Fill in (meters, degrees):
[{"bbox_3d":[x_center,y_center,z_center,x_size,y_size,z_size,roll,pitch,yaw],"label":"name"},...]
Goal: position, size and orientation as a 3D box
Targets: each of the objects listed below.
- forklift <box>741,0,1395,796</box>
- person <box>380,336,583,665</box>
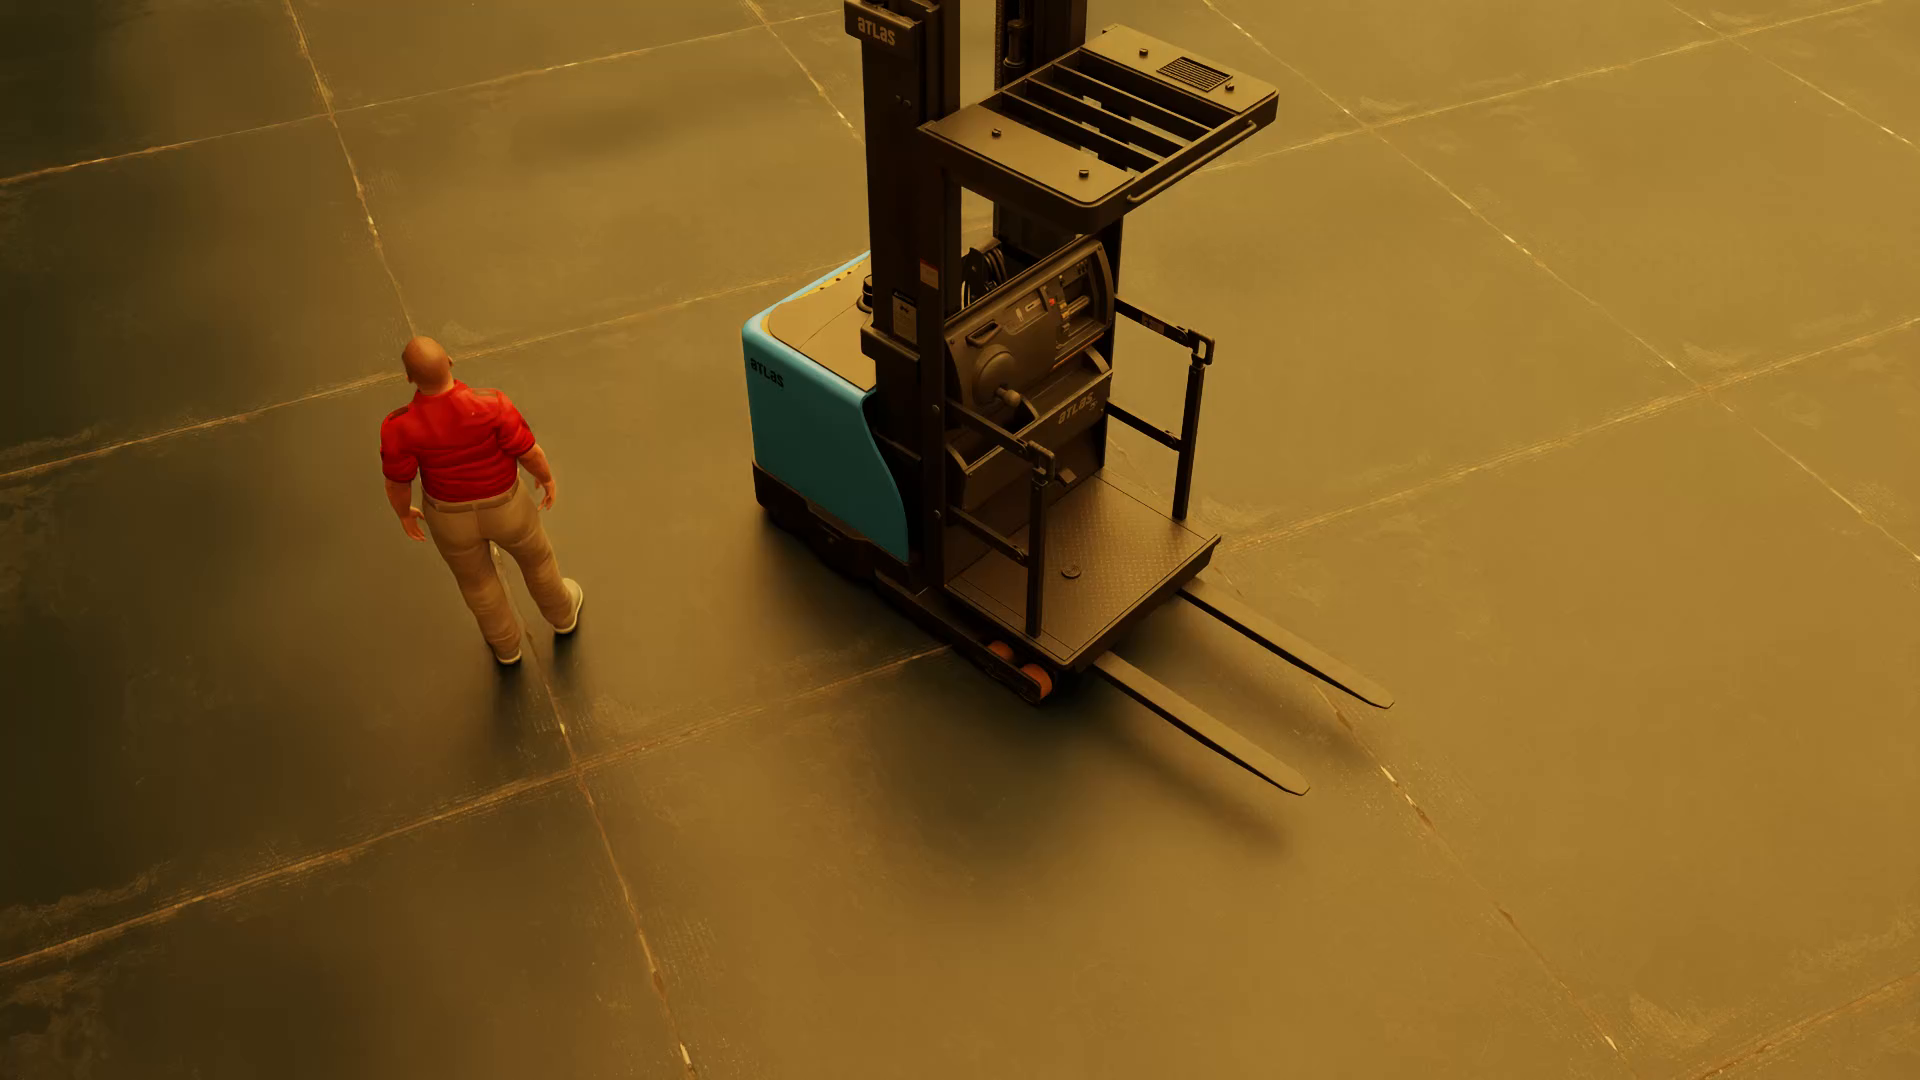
[{"bbox_3d":[0.445,-0.788,6.525,3.031,2.935,1.130,32,52,30],"label":"forklift"},{"bbox_3d":[-1.963,-0.194,6.759,0.642,1.727,0.550,-12,44,-13],"label":"person"}]
